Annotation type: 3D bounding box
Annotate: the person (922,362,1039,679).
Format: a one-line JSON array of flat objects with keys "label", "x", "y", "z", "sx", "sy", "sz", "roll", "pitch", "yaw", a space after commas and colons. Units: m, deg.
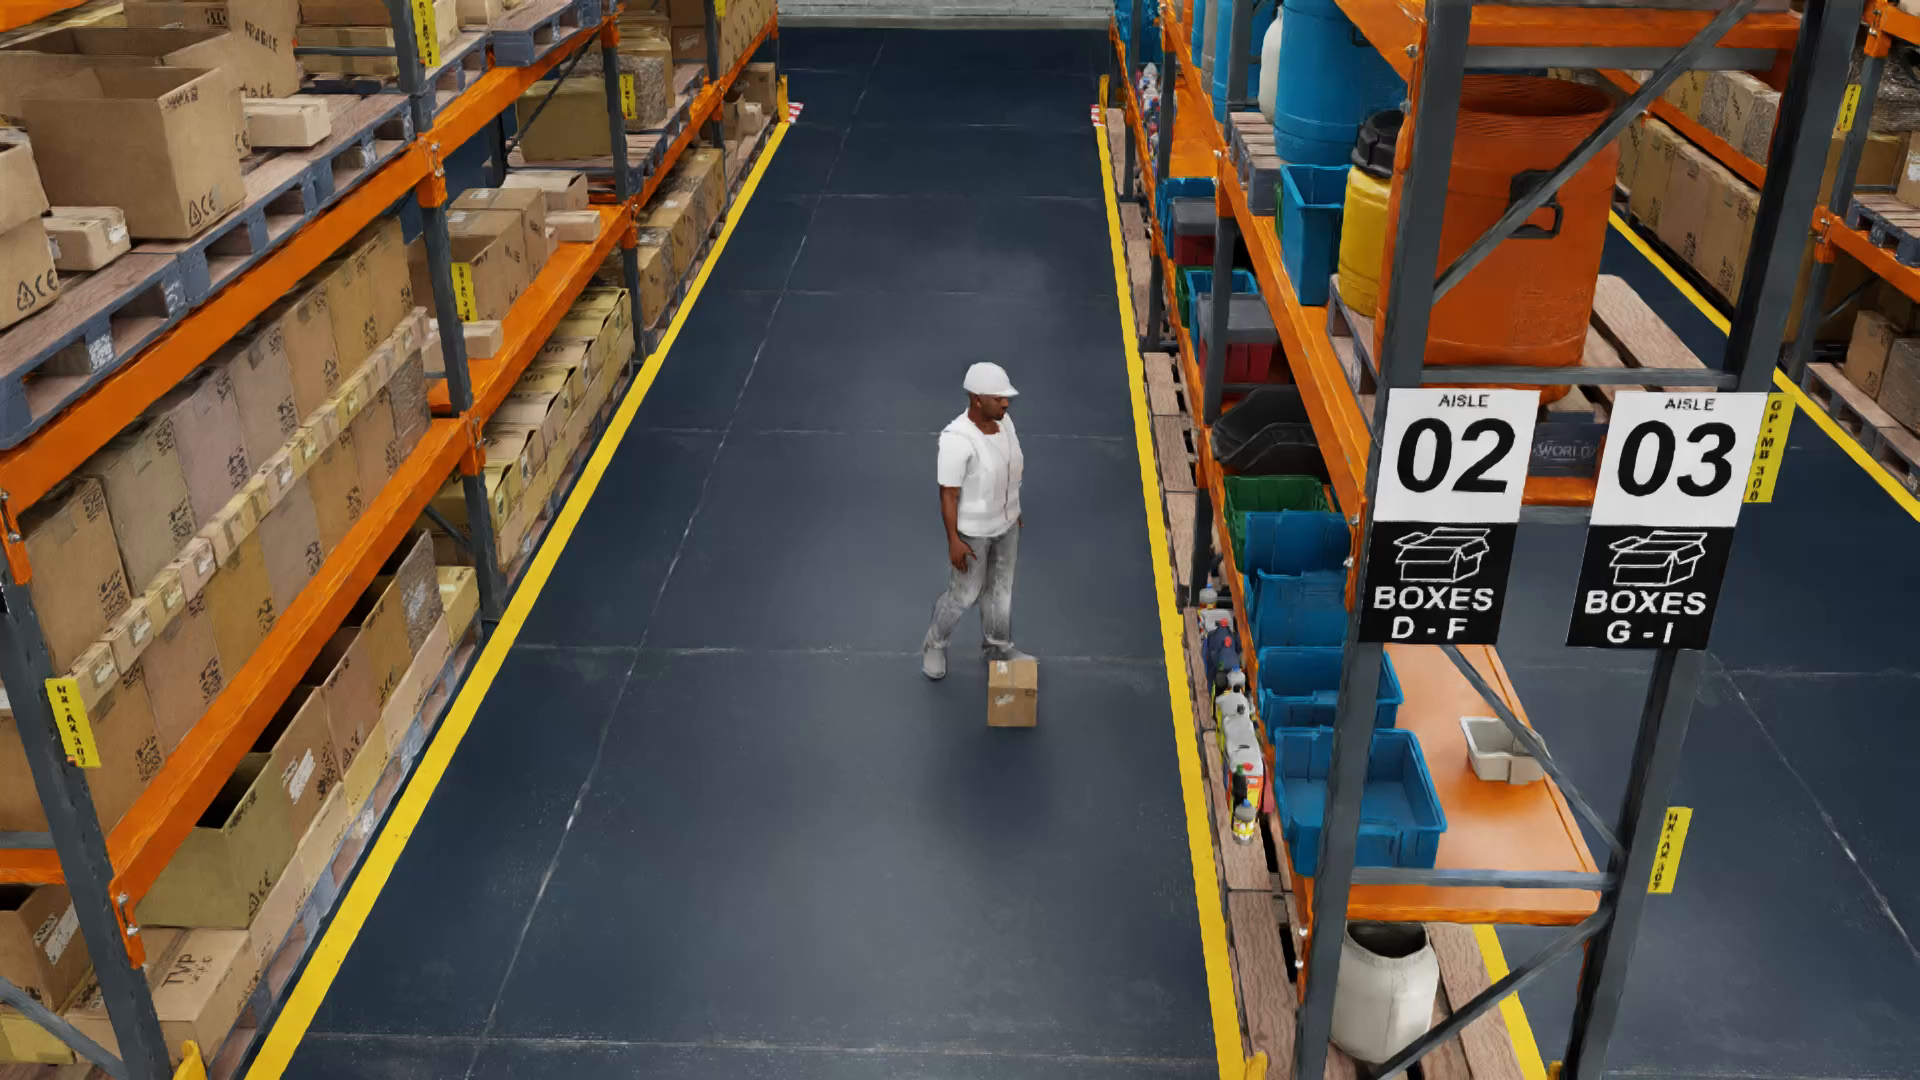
[{"label": "person", "x": 0.110, "y": -0.096, "z": 8.769, "sx": 0.596, "sy": 1.769, "sz": 0.612, "roll": 21, "pitch": 34, "yaw": 34}]
